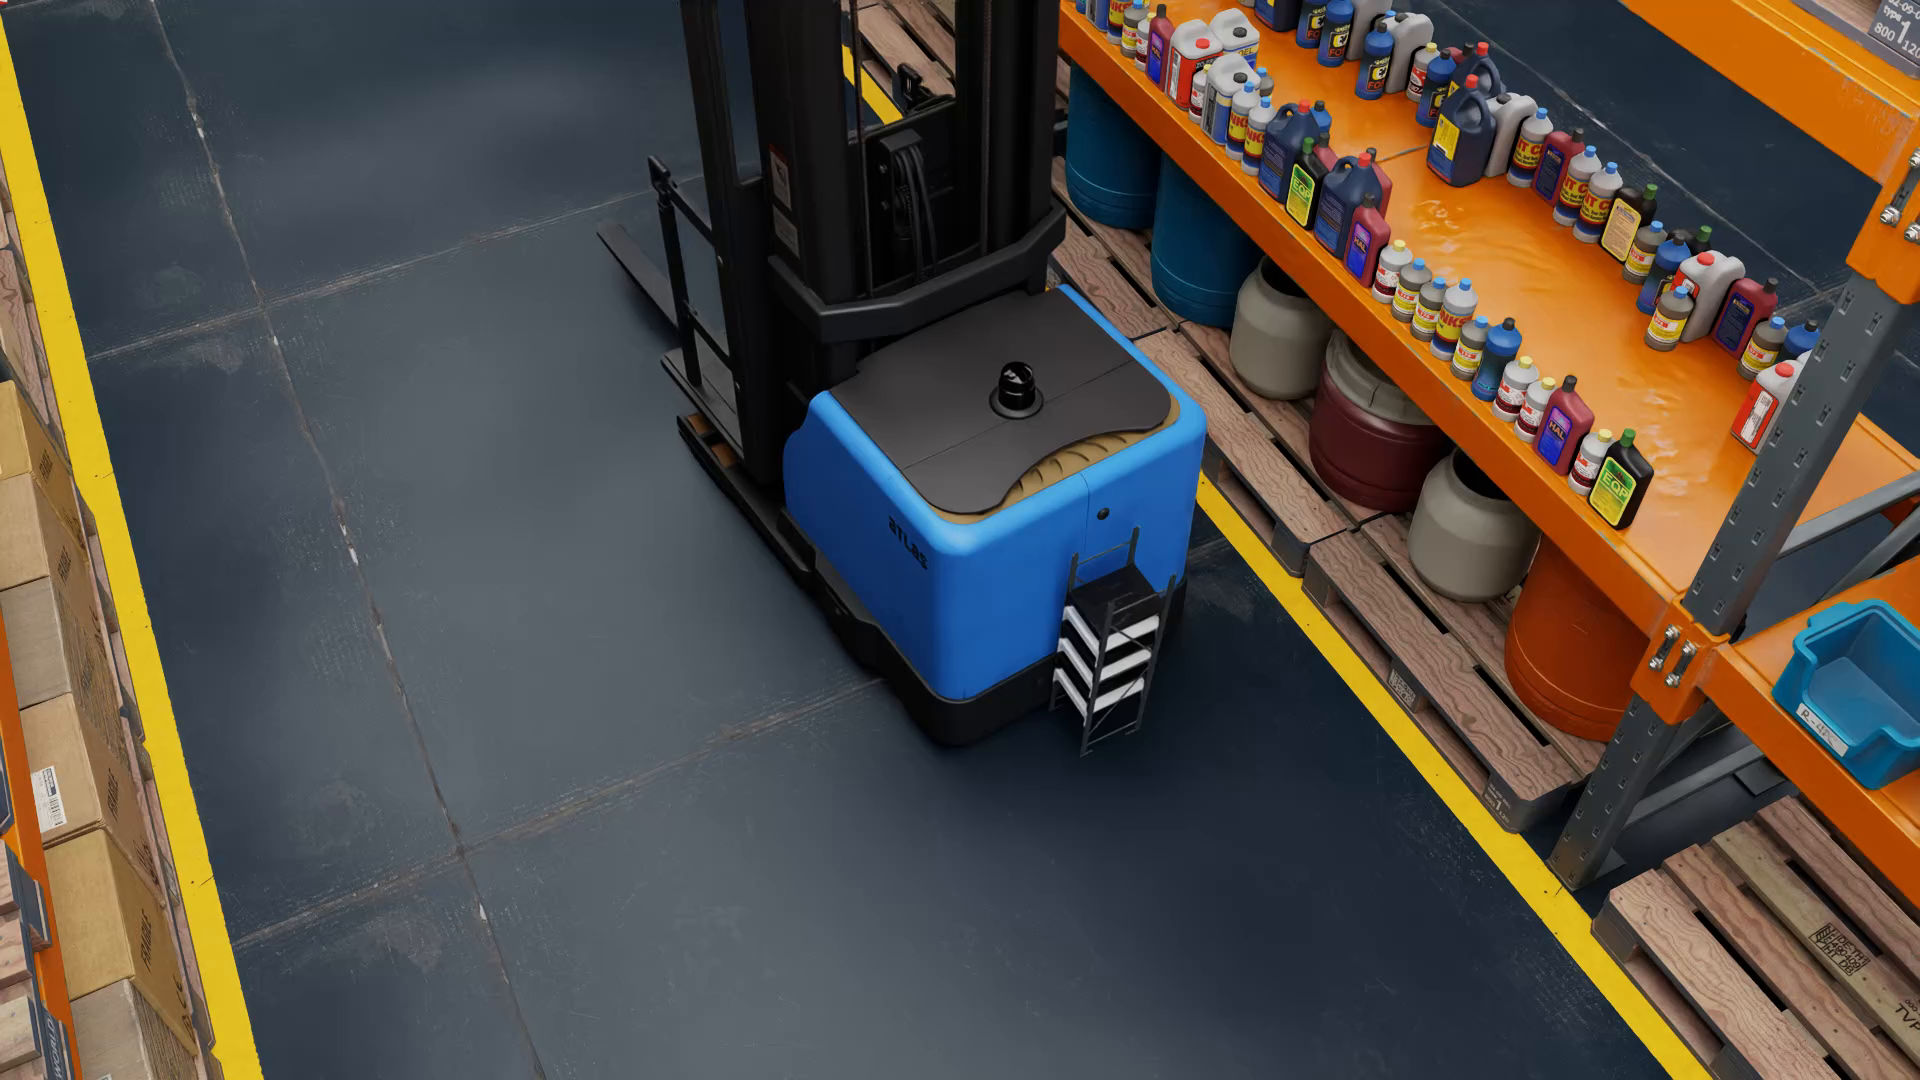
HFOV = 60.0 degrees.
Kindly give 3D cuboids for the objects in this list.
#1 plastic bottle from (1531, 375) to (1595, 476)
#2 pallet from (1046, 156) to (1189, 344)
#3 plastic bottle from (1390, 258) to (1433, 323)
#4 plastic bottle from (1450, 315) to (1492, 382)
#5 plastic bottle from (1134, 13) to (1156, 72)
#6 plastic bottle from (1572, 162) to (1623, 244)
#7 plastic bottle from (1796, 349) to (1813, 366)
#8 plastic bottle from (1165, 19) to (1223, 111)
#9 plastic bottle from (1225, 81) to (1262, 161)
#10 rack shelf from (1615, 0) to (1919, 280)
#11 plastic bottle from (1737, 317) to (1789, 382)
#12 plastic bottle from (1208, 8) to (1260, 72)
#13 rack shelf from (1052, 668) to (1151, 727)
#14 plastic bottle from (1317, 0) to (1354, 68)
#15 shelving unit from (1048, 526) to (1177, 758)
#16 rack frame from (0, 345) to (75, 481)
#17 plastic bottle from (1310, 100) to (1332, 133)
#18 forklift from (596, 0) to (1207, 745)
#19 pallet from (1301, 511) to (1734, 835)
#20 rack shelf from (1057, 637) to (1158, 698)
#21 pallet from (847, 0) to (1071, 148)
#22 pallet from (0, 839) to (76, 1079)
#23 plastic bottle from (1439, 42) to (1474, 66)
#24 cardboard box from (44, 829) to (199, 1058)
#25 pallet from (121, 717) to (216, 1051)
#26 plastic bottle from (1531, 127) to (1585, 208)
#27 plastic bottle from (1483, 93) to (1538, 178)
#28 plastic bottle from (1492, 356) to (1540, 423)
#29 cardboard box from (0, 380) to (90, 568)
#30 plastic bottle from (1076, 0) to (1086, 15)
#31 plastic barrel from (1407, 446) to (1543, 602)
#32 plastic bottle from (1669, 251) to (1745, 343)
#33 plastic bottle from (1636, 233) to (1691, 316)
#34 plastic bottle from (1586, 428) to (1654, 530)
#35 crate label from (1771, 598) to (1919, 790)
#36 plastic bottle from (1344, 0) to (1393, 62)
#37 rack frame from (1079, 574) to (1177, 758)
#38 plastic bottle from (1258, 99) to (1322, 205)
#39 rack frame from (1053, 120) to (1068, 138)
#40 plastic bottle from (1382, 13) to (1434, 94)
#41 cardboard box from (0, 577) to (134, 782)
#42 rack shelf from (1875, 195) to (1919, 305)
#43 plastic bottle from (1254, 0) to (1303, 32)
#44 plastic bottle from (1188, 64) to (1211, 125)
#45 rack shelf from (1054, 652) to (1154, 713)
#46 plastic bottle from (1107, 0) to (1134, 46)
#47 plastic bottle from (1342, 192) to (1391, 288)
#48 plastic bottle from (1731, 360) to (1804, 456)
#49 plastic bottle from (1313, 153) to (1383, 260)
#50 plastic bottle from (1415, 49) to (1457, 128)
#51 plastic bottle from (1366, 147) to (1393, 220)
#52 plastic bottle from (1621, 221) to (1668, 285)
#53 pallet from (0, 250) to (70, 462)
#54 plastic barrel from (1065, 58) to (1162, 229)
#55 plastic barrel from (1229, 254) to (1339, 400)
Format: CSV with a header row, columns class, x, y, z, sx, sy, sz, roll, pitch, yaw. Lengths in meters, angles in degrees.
class,x,y,z,sx,sy,sz,roll,pitch,yaw
plastic bottle,1.682,-0.321,4.615,0.061,0.283,0.133,-21,52,-18
pallet,0.838,-1.309,7.255,1.003,0.211,1.213,-21,52,-18
plastic bottle,1.378,-0.768,5.061,0.097,0.201,0.097,0,49,0
plastic bottle,1.512,-0.573,4.890,0.097,0.201,0.097,0,49,0
plastic bottle,0.680,-1.790,5.954,0.097,0.201,0.097,0,49,0
plastic bottle,2.034,-1.080,5.287,0.097,0.271,0.097,0,49,0
plastic bottle,2.441,-0.441,4.725,0.152,0.276,0.135,-21,52,-18
plastic bottle,0.818,-1.657,5.789,0.152,0.276,0.135,-21,52,-18
plastic bottle,0.953,-1.413,5.578,0.097,0.271,0.097,0,49,0
rack shelf,1.437,-2.170,4.641,1.077,0.370,4.000,-21,52,-18
plastic bottle,2.368,-0.569,4.887,0.097,0.201,0.097,0,49,0
plastic bottle,0.954,-1.709,5.834,0.152,0.276,0.135,-21,52,-18
rack shelf,0.467,0.474,5.511,0.258,0.077,0.200,-23,57,-19
plastic bottle,1.347,-1.836,5.948,0.097,0.271,0.097,0,49,0
shelving unit,0.475,0.345,5.341,0.258,0.900,0.210,-23,57,-19
rack frame,-3.884,-1.055,5.180,1.000,3.000,0.127,-21,52,-18
plastic bottle,1.171,-1.332,5.508,0.097,0.271,0.097,0,49,0
forklift,-0.446,-1.368,5.499,1.130,2.935,3.031,-27,54,-21
pallet,1.954,0.324,5.827,1.003,0.211,1.213,-21,52,-18
rack shelf,0.474,0.365,5.367,0.258,0.077,0.200,-23,57,-19
pallet,0.151,-2.319,8.138,1.003,0.211,1.213,-21,52,-18
pallet,-2.427,1.256,3.286,1.213,0.211,1.003,-21,52,-18
plastic bottle,1.701,-1.601,5.735,0.061,0.283,0.133,-21,52,-18
cardboard box,-2.478,1.212,4.566,0.500,0.500,0.500,-22,52,-18
pallet,-2.916,1.212,5.049,1.003,0.211,1.213,-21,52,-18
plastic bottle,1.953,-1.233,5.413,0.061,0.283,0.133,-21,52,-18
plastic bottle,1.807,-1.369,5.537,0.152,0.276,0.135,-21,52,-18
plastic bottle,1.601,-0.443,4.776,0.097,0.201,0.097,0,49,0
cardboard box,-3.404,-0.145,5.752,0.500,0.500,0.500,-21,52,-18
plastic bottle,0.485,-2.098,6.178,0.097,0.271,0.097,0,49,0
plastic barrel,1.775,-0.069,5.691,0.421,0.512,0.421,0,49,0
plastic bottle,2.230,-0.751,4.996,0.152,0.276,0.135,-21,52,-18
plastic bottle,2.147,-0.815,5.056,0.097,0.271,0.097,0,49,0
plastic bottle,1.788,-0.166,4.480,0.061,0.283,0.133,-21,52,-18
crate label,2.212,0.385,4.032,0.303,0.233,0.416,-21,52,-18
plastic bottle,1.449,-1.893,5.995,0.152,0.276,0.135,-21,52,-18
rack frame,0.524,0.417,5.289,0.240,0.900,0.006,-23,57,-19
plastic bottle,1.083,-1.287,5.416,0.144,0.351,0.185,-21,52,-18
rack frame,0.522,-2.758,6.670,1.000,3.000,0.127,-21,52,-18
plastic bottle,1.555,-1.738,5.859,0.152,0.276,0.135,-21,52,-18
cardboard box,-2.956,0.525,5.167,0.500,0.500,0.500,-21,52,-17
rack shelf,3.267,0.507,2.299,1.077,0.370,4.000,-21,52,-18
plastic bottle,1.190,-2.066,6.097,0.144,0.351,0.185,-21,52,-18
plastic bottle,0.847,-1.545,5.740,0.097,0.201,0.097,0,49,0
rack shelf,0.470,0.419,5.439,0.258,0.077,0.200,-23,57,-19
plastic bottle,0.591,-1.943,6.042,0.097,0.271,0.097,0,49,0
plastic bottle,1.265,-0.931,5.149,0.061,0.283,0.133,-21,52,-18
plastic bottle,2.306,-0.389,4.680,0.152,0.276,0.135,-21,52,-18
plastic bottle,1.229,-1.074,5.230,0.144,0.351,0.185,-21,52,-18
plastic bottle,1.639,-1.558,5.705,0.097,0.271,0.097,0,49,0
plastic bottle,1.308,-1.105,5.301,0.061,0.283,0.133,-21,52,-18
plastic bottle,2.140,-0.903,5.179,0.097,0.201,0.097,0,49,0
pallet,-4.198,-0.596,6.632,1.003,0.211,1.213,-21,52,-18
plastic barrel,0.755,-1.836,6.978,0.600,0.901,0.708,-21,52,-18
plastic barrel,1.258,-0.825,6.352,0.421,0.512,0.421,0,49,0
